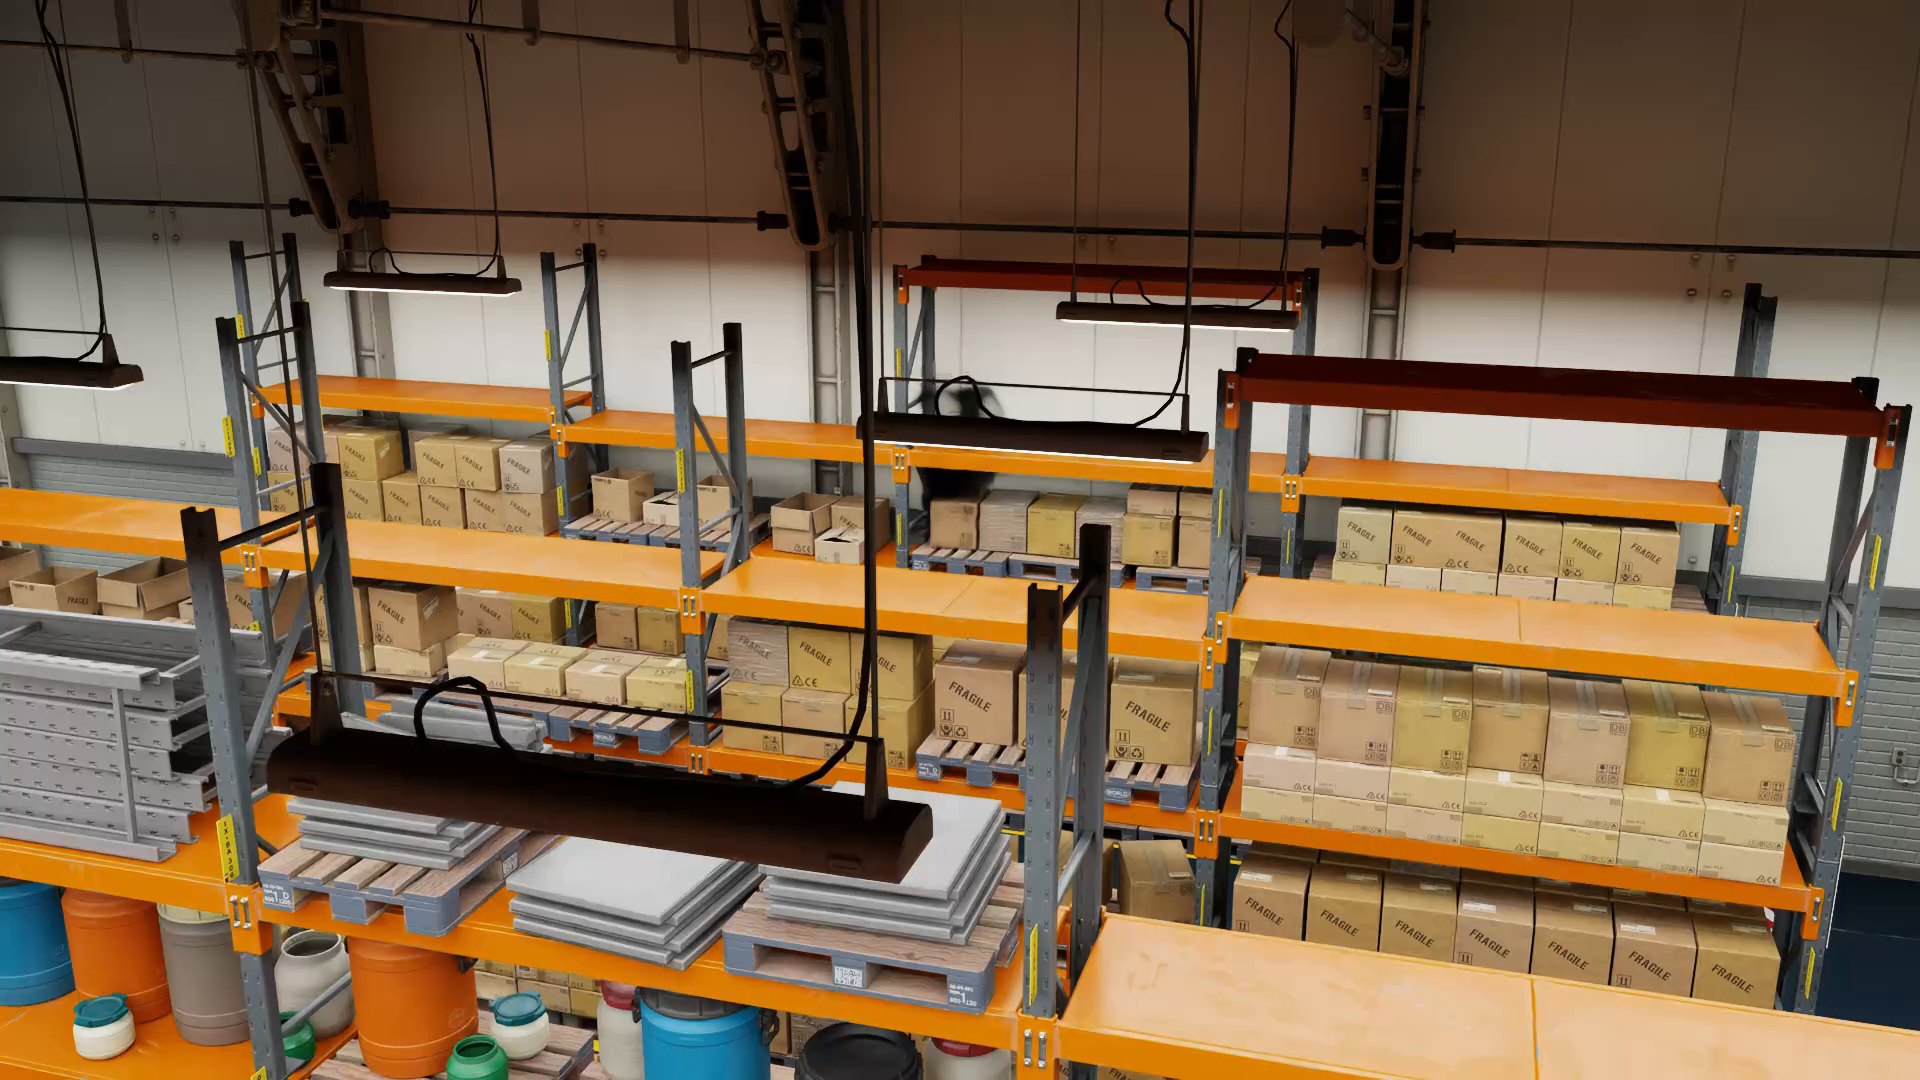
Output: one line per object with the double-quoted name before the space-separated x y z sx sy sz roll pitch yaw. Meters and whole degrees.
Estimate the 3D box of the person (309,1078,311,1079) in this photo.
"person" -4.556 4.148 11.306 0.563 1.676 0.634 6 17 20
